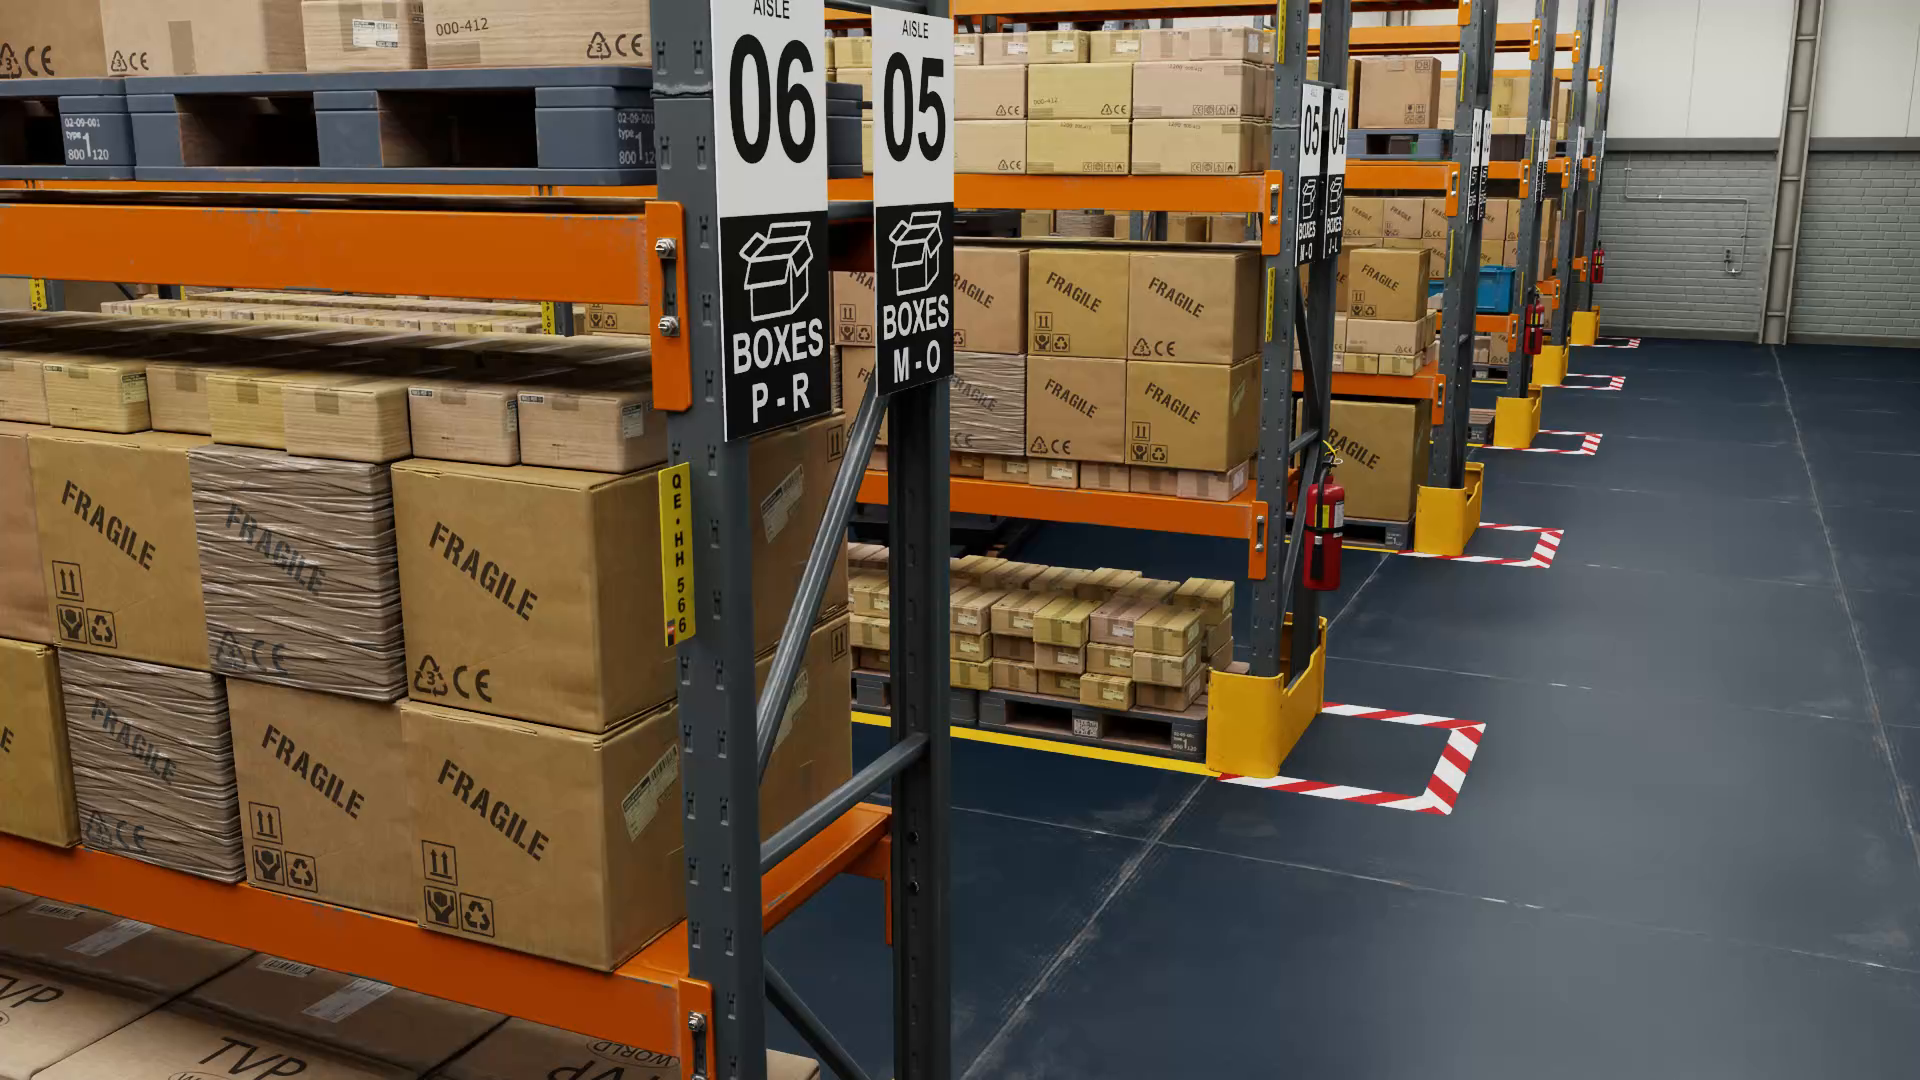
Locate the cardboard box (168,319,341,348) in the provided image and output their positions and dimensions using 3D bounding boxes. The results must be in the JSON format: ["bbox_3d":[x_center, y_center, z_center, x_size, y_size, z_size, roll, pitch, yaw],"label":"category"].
[{"bbox_3d":[-1.892,-0.501,4.495,0.250,0.149,0.380,5,14,22],"label":"cardboard box"}]

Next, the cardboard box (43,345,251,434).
[{"bbox_3d":[-1.877,-0.356,3.877,0.250,0.149,0.380,6,15,25],"label":"cardboard box"}]

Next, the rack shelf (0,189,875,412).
[{"bbox_3d":[-2.108,-0.702,4.187,4.000,0.370,1.077,6,14,23],"label":"rack shelf"}]

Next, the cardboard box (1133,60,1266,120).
[{"bbox_3d":[0.027,-2.243,8.092,2.840,0.399,0.501,5,14,22],"label":"cardboard box"}]

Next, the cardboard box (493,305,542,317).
[{"bbox_3d":[-2.688,-1.373,10.368,0.250,0.149,0.380,6,14,24],"label":"cardboard box"}]

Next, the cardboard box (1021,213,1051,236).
[{"bbox_3d":[1.058,-4.504,24.244,0.500,0.500,0.700,1,13,4],"label":"cardboard box"}]

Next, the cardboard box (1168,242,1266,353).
[{"bbox_3d":[1.331,-1.227,8.359,0.500,0.500,0.500,6,14,23],"label":"cardboard box"}]

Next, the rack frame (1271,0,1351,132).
[{"bbox_3d":[1.634,-3.370,7.420,0.127,3.000,1.000,6,14,23],"label":"rack frame"}]

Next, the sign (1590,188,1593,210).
[{"bbox_3d":[9.521,-5.147,25.071,0.005,0.325,0.100,6,14,23],"label":"sign"}]

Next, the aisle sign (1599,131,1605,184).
[{"bbox_3d":[9.698,-5.776,25.115,0.004,0.787,0.394,6,14,23],"label":"aisle sign"}]

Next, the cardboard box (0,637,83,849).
[{"bbox_3d":[-2.232,0.415,4.200,0.500,0.500,0.500,6,15,25],"label":"cardboard box"}]

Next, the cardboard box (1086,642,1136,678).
[{"bbox_3d":[0.818,0.564,8.454,0.250,0.149,0.380,5,14,22],"label":"cardboard box"}]

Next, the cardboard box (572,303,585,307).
[{"bbox_3d":[-3.245,-2.163,15.190,0.500,0.500,0.500,6,15,25],"label":"cardboard box"}]

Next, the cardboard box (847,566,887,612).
[{"bbox_3d":[-0.584,0.268,9.065,0.250,0.149,0.380,5,14,21],"label":"cardboard box"}]

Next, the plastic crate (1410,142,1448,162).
[{"bbox_3d":[4.724,-3.900,16.705,0.336,0.188,0.450,6,14,23],"label":"plastic crate"}]

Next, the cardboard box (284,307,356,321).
[{"bbox_3d":[-3.908,-1.333,10.199,0.250,0.149,0.380,6,14,22],"label":"cardboard box"}]

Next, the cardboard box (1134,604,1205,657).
[{"bbox_3d":[1.047,0.448,8.298,0.250,0.149,0.380,6,14,24],"label":"cardboard box"}]

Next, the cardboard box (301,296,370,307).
[{"bbox_3d":[-4.115,-1.517,10.981,0.250,0.149,0.380,6,14,23],"label":"cardboard box"}]

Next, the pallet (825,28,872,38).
[{"bbox_3d":[-0.926,-5.812,19.114,1.003,0.211,1.213,6,14,23],"label":"pallet"}]

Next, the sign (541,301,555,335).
[{"bbox_3d":[-2.245,-1.267,9.055,0.005,0.325,0.100,6,14,23],"label":"sign"}]

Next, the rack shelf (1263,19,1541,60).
[{"bbox_3d":[3.913,-5.072,17.120,4.000,0.370,1.077,6,14,23],"label":"rack shelf"}]

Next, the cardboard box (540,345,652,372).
[{"bbox_3d":[-0.760,-0.358,3.886,0.250,0.149,0.380,6,15,25],"label":"cardboard box"}]

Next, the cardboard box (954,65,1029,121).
[{"bbox_3d":[0.174,-2.165,8.083,0.500,0.250,0.500,6,14,24],"label":"cardboard box"}]

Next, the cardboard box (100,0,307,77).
[{"bbox_3d":[-1.627,-1.225,3.902,0.500,0.311,0.500,6,15,24],"label":"cardboard box"}]

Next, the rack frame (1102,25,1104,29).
[{"bbox_3d":[2.440,-8.241,28.177,0.127,3.000,1.000,6,14,23],"label":"rack frame"}]

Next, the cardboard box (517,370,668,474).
[{"bbox_3d":[-0.688,-0.249,3.423,0.250,0.149,0.380,6,14,24],"label":"cardboard box"}]

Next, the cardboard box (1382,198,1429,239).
[{"bbox_3d":[5.825,-4.205,21.703,0.500,0.500,0.500,6,15,25],"label":"cardboard box"}]

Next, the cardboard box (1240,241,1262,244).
[{"bbox_3d":[2.472,-2.107,13.203,0.500,0.500,0.500,5,14,22],"label":"cardboard box"}]

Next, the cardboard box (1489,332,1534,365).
[{"bbox_3d":[7.154,-2.541,21.527,0.500,0.500,0.500,6,14,23],"label":"cardboard box"}]

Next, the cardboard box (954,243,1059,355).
[{"bbox_3d":[0.172,-1.213,8.301,0.500,0.500,0.500,7,15,26],"label":"cardboard box"}]

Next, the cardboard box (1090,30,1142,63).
[{"bbox_3d":[0.790,-2.311,7.831,0.250,0.149,0.380,5,14,22],"label":"cardboard box"}]

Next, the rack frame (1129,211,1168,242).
[{"bbox_3d":[2.084,-2.881,18.466,0.127,3.000,1.000,6,14,23],"label":"rack frame"}]

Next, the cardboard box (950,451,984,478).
[{"bbox_3d":[0.079,-0.436,8.597,0.250,0.149,0.380,5,14,21],"label":"cardboard box"}]

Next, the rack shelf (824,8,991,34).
[{"bbox_3d":[-1.751,-4.407,14.289,4.000,0.370,1.077,6,14,23],"label":"rack shelf"}]

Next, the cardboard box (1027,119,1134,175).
[{"bbox_3d":[0.641,-1.870,7.918,0.500,0.250,0.500,6,14,23],"label":"cardboard box"}]

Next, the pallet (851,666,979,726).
[{"bbox_3d":[-0.276,0.705,9.288,1.213,0.211,1.003,6,14,23],"label":"pallet"}]

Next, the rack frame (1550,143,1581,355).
[{"bbox_3d":[7.751,-3.545,21.297,0.127,3.000,1.000,6,14,23],"label":"rack frame"}]

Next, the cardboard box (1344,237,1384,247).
[{"bbox_3d":[5.375,-3.766,22.021,0.500,0.500,0.500,6,14,23],"label":"cardboard box"}]

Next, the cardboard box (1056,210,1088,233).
[{"bbox_3d":[2.006,-5.625,28.977,0.500,0.500,0.700,4,14,17],"label":"cardboard box"}]

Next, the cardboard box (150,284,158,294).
[{"bbox_3d":[-8.066,-2.888,17.628,0.500,0.500,0.875,6,14,23],"label":"cardboard box"}]

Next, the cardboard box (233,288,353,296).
[{"bbox_3d":[-6.567,-2.980,16.658,1.000,1.000,1.000,6,14,24],"label":"cardboard box"}]

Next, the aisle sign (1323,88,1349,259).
[{"bbox_3d":[1.822,-1.771,8.046,0.004,0.787,0.394,6,14,23],"label":"aisle sign"}]

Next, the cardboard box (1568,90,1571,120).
[{"bbox_3d":[9.184,-6.704,25.740,0.500,0.500,0.500,5,14,21],"label":"cardboard box"}]

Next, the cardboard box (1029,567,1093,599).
[{"bbox_3d":[0.553,0.269,9.063,0.250,0.149,0.380,5,14,20],"label":"cardboard box"}]

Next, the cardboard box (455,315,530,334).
[{"bbox_3d":[-2.716,-1.213,9.685,0.250,0.149,0.380,5,14,22],"label":"cardboard box"}]

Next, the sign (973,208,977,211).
[{"bbox_3d":[0.215,-4.733,23.824,0.005,0.325,0.100,6,14,23],"label":"sign"}]

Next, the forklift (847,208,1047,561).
[{"bbox_3d":[-0.169,-1.289,11.832,1.130,2.935,3.031,4,14,15],"label":"forklift"}]

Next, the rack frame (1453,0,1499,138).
[{"bbox_3d":[3.735,-4.397,11.795,0.127,3.000,1.000,6,14,23],"label":"rack frame"}]

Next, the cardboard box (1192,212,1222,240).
[{"bbox_3d":[4.188,-5.282,27.785,0.500,0.500,0.500,6,15,25],"label":"cardboard box"}]

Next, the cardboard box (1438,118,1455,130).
[{"bbox_3d":[6.443,-5.868,23.840,2.300,0.260,5.442,6,14,23],"label":"cardboard box"}]

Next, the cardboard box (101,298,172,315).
[{"bbox_3d":[-5.333,-1.478,10.816,0.250,0.149,0.380,6,14,23],"label":"cardboard box"}]

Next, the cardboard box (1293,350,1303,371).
[{"bbox_3d":[2.580,-1.389,12.657,0.250,0.149,0.380,6,15,24],"label":"cardboard box"}]
